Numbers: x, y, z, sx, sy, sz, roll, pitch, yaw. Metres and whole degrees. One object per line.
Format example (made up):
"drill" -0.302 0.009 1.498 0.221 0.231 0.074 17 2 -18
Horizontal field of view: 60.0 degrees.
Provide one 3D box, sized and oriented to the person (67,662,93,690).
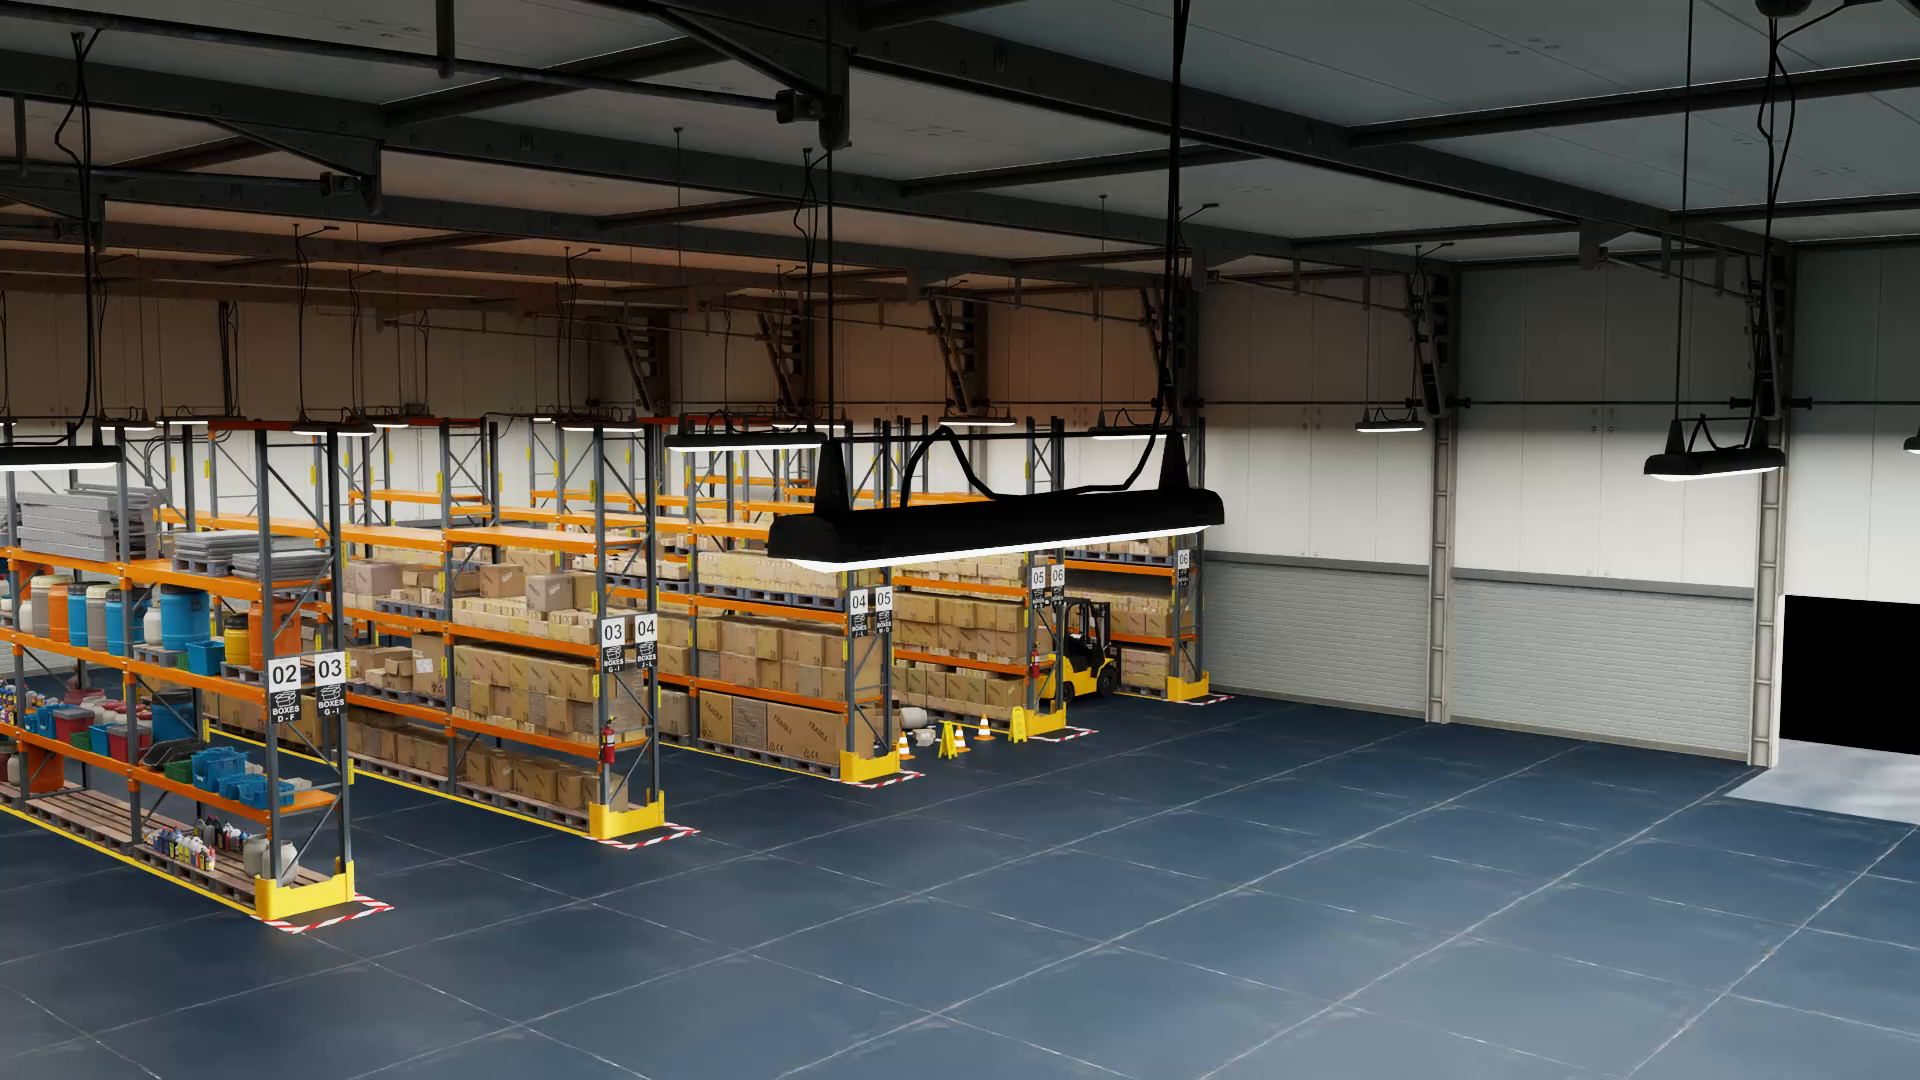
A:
"person" -15.633 3.009 29.607 0.991 1.739 0.597 3 6 34
